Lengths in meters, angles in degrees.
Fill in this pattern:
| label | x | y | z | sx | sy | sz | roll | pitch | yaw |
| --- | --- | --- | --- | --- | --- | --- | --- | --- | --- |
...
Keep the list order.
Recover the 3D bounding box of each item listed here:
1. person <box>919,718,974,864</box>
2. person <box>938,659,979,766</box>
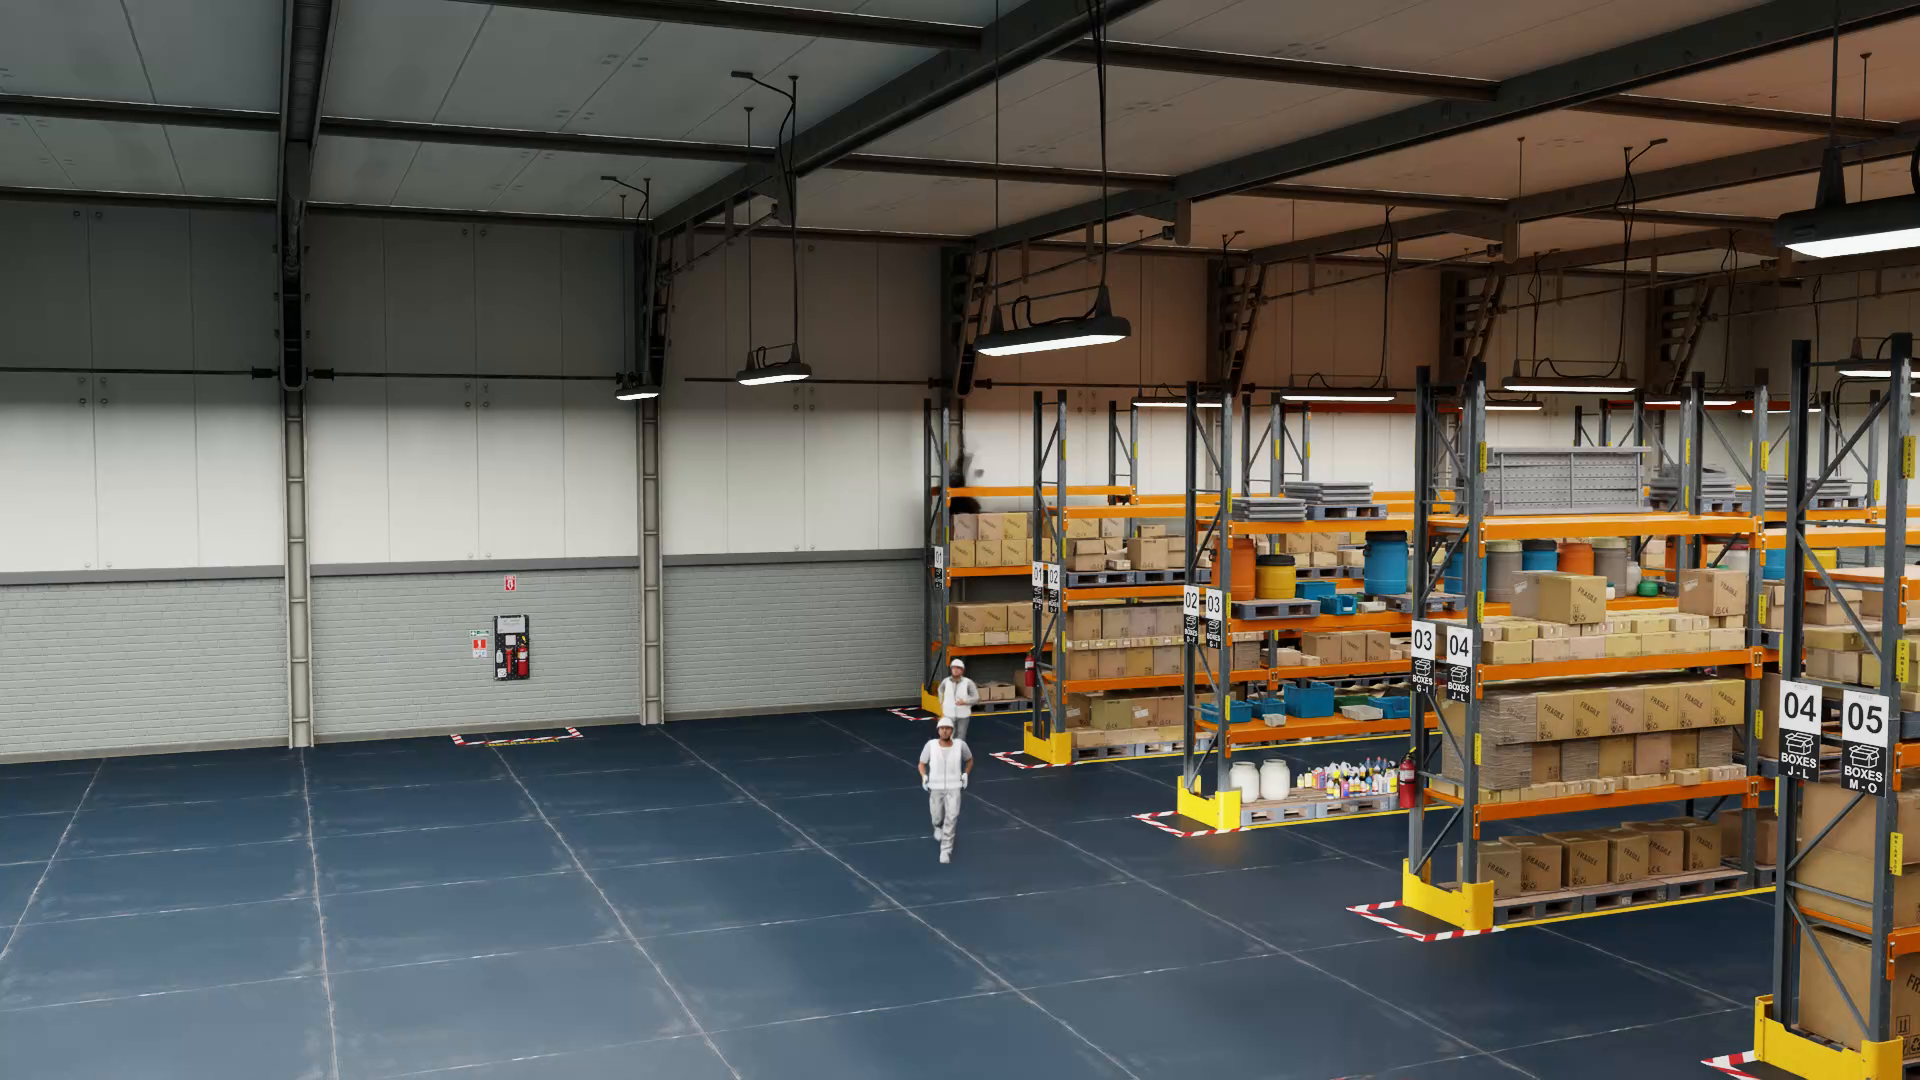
| label | x | y | z | sx | sy | sz | roll | pitch | yaw |
| --- | --- | --- | --- | --- | --- | --- | --- | --- | --- |
| person | -0.179 | 3.083 | 20.709 | 0.674 | 1.757 | 0.767 | 0 | 3 | 0 |
| person | -0.025 | 2.760 | 25.927 | 0.653 | 1.831 | 0.784 | 0 | 3 | 3 |
